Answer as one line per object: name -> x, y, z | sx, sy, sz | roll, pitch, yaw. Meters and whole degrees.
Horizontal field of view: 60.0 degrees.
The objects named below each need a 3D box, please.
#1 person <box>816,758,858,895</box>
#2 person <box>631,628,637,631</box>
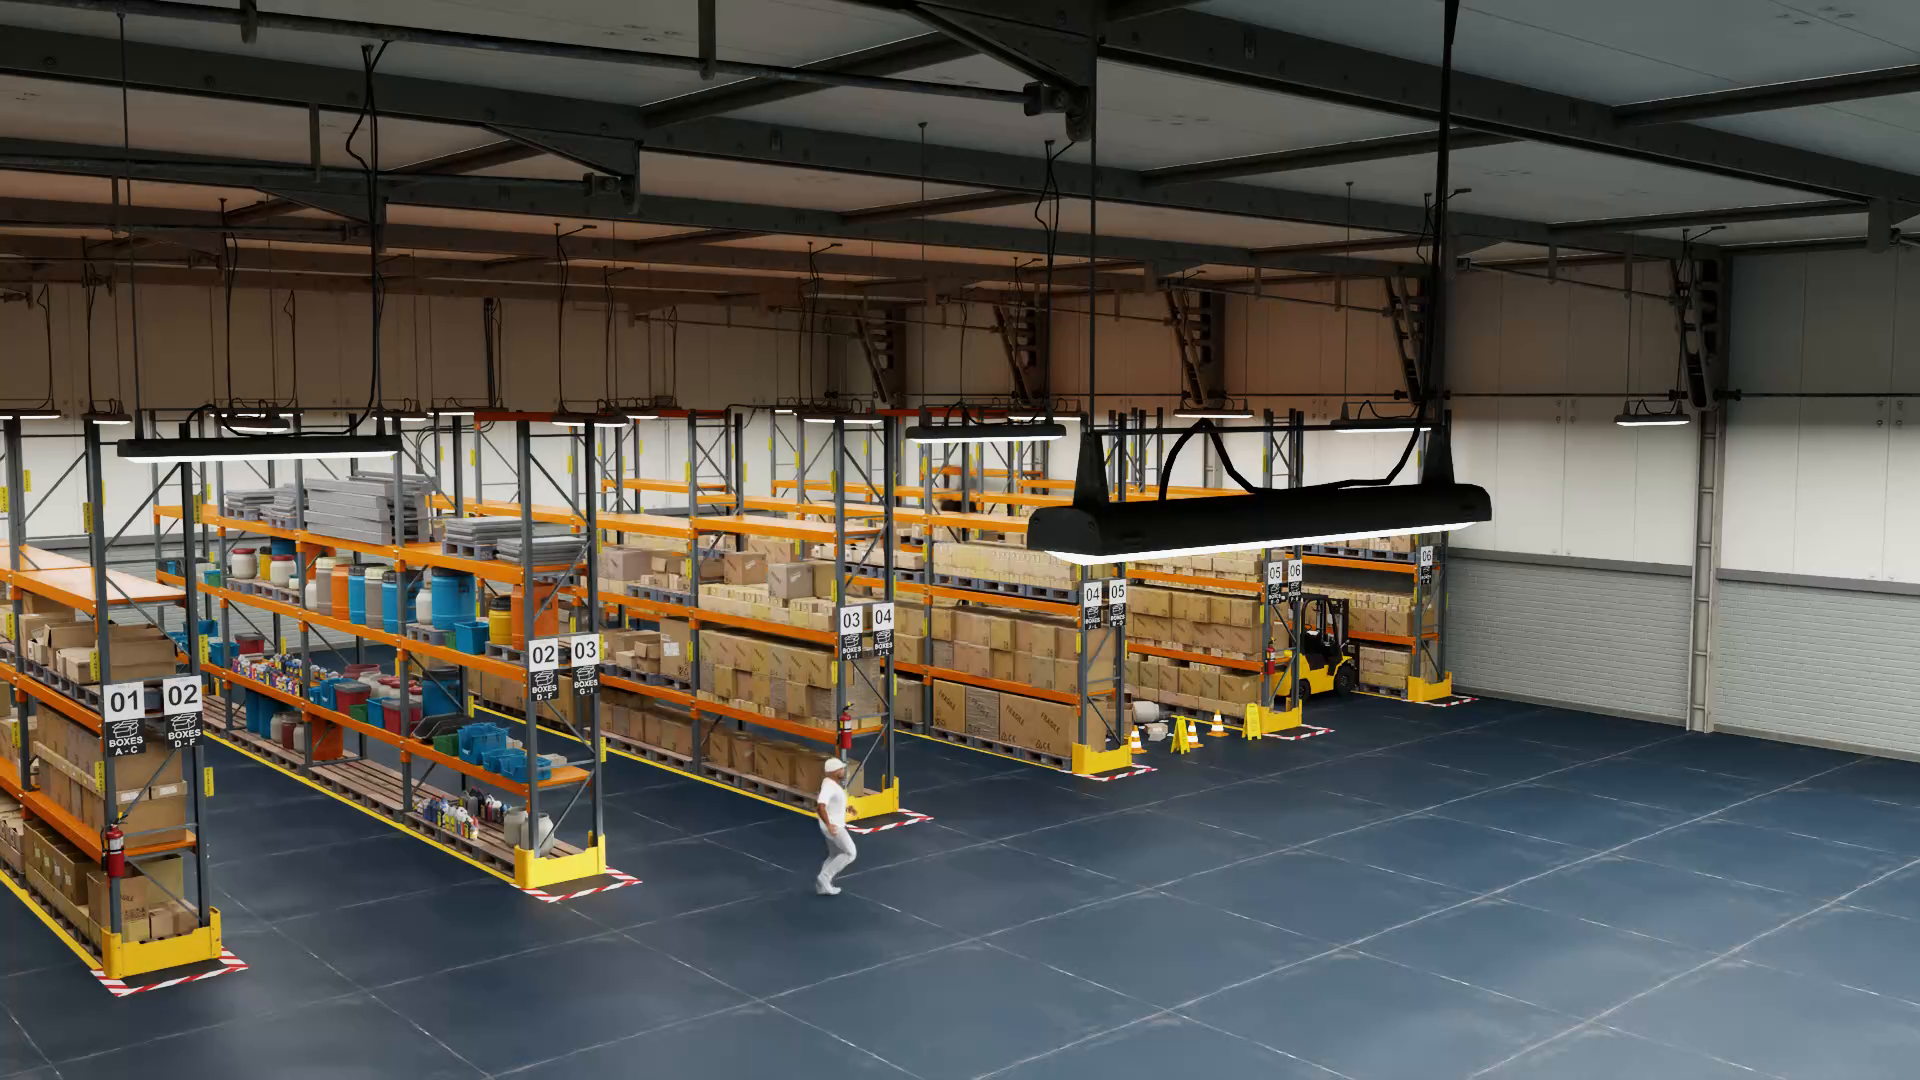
person -> -1.549, 3.613, 21.039 | 0.574, 1.729, 0.706 | -1, 5, -12
person -> -6.577, 2.585, 33.386 | 0.612, 1.670, 0.594 | -4, 7, -41
